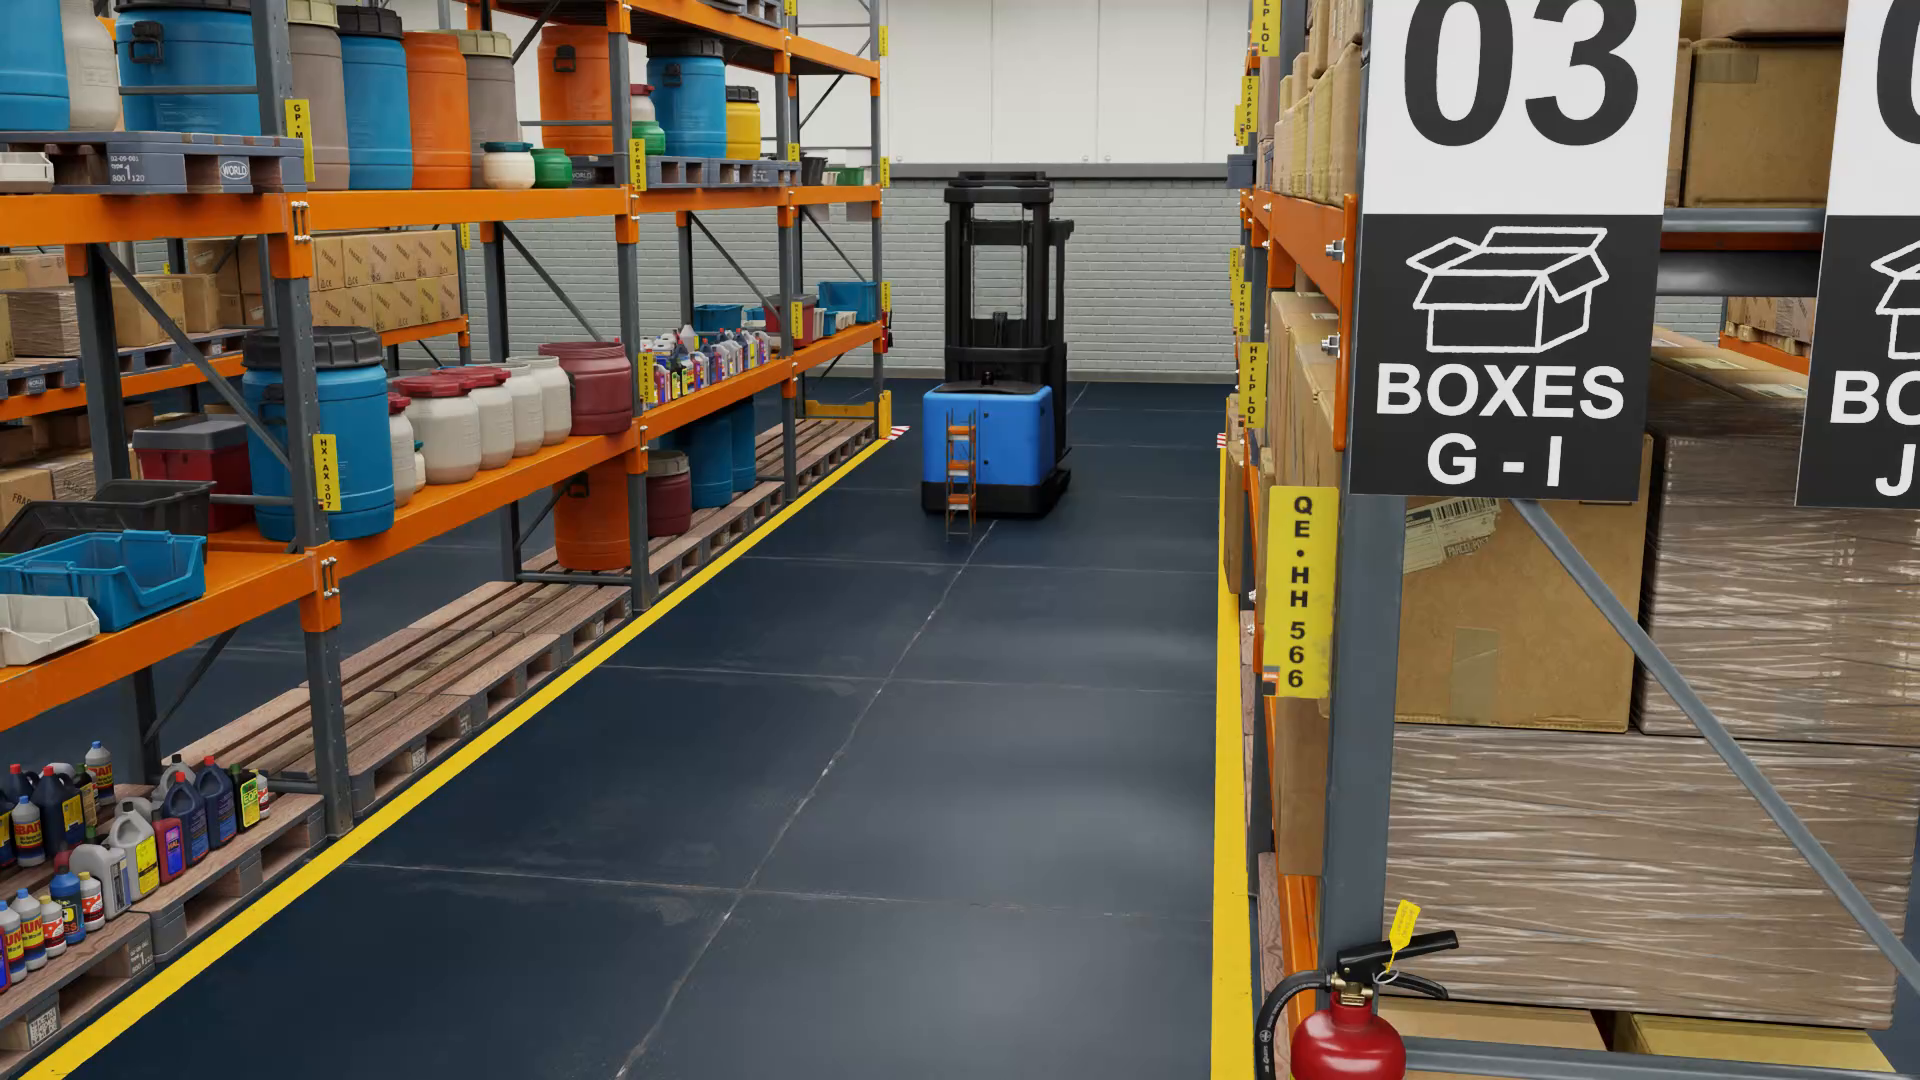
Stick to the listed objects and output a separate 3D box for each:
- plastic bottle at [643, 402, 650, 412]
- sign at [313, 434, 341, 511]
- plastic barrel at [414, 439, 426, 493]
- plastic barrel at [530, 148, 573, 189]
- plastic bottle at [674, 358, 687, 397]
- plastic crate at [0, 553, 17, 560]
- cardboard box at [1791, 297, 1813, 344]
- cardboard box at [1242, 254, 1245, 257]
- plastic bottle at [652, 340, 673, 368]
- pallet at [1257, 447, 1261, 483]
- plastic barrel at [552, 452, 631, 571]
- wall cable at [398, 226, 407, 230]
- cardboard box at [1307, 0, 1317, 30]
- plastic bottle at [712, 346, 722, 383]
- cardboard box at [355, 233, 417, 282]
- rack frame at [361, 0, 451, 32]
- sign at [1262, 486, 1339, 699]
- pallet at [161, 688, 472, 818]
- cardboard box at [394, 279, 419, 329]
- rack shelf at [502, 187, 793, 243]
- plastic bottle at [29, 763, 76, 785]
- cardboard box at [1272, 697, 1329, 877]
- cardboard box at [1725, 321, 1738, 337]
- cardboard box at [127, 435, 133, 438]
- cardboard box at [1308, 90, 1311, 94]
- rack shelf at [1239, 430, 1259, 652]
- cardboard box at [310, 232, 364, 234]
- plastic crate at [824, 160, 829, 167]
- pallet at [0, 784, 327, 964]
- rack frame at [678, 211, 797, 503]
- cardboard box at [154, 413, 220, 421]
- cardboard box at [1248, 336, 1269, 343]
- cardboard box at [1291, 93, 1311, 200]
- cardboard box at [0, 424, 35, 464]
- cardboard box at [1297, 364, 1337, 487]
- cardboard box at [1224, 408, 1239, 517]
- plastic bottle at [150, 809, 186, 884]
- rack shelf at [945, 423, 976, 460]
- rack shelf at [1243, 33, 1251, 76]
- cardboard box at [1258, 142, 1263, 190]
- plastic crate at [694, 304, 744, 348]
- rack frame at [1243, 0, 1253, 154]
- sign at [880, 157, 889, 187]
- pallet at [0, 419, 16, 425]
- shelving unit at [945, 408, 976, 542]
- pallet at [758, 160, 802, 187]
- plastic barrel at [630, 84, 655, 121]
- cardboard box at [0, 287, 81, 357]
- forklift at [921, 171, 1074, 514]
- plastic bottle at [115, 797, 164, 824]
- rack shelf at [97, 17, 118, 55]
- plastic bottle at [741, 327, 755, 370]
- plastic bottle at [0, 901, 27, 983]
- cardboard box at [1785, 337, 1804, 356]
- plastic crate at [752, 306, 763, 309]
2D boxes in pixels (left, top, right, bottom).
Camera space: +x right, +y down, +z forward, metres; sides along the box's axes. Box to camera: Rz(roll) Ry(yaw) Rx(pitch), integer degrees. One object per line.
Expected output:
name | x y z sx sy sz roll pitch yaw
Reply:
plastic bottle | -2.221 -1.022 11.409 0.152 0.276 0.135 2 12 9
sign | -2.681 -0.285 7.040 0.100 0.325 0.005 2 12 9
plastic barrel | -2.867 -0.373 8.432 0.301 0.262 0.301 0 12 0
plastic barrel | -2.595 -2.340 10.480 0.294 0.245 0.294 0 12 0
plastic bottle | -2.049 -1.196 12.200 0.061 0.283 0.133 2 12 9
plastic crate | -3.710 0.207 5.916 0.450 0.188 0.662 2 12 9
cardboard box | 7.741 -2.009 14.751 0.500 0.500 0.500 2 12 8
cardboard box | 2.789 -2.322 15.018 0.500 0.500 0.500 2 12 9
plastic bottle | -2.432 -1.493 13.596 0.152 0.276 0.135 2 12 9
pallet | 2.023 -0.335 8.384 1.003 0.211 1.213 2 12 9
plastic barrel | -2.549 -0.250 11.686 0.600 0.830 0.708 2 12 9
wall cable | -9.943 -5.570 25.348 3.097 2.526 0.112 2 12 9
cardboard box | 1.045 -1.413 3.679 0.500 0.500 0.500 2 12 9
plastic bottle | -1.914 -1.379 13.049 0.061 0.283 0.133 2 12 9
cardboard box | -6.220 -3.052 17.925 0.500 0.500 0.500 2 12 10
rack frame | -6.271 -5.762 18.870 1.000 3.000 0.127 2 12 9
sign | 0.511 0.080 2.502 0.100 0.325 0.005 2 12 9
pallet | -3.140 1.028 8.221 1.003 0.211 1.213 2 12 9
cardboard box | -6.229 -2.564 18.035 0.500 0.500 0.500 2 12 9
rack shelf | -2.300 -2.534 12.718 1.077 0.370 4.000 2 12 9
plastic bottle | -3.727 1.067 6.845 0.152 0.276 0.135 2 12 11
cardboard box | 1.126 0.407 3.540 0.875 0.500 0.500 2 12 9
cardboard box | 8.029 -2.146 16.928 0.380 0.149 0.250 2 12 8
cardboard box | -6.841 -0.671 14.375 0.500 0.500 0.500 2 12 9
cardboard box | 1.154 -1.267 4.543 0.380 0.149 0.250 2 12 8
rack shelf | 1.979 -0.074 8.425 1.077 0.370 4.000 2 12 9
cardboard box | -6.754 -3.070 18.009 0.500 0.500 0.500 2 12 9
plastic crate | -1.712 -3.999 18.121 0.497 0.269 0.590 2 12 9
pallet | -3.367 1.332 6.814 1.003 0.211 1.213 2 12 9
rack frame | -1.992 -1.835 14.890 1.000 3.000 0.127 2 12 9
cardboard box | -7.201 -0.897 15.425 0.500 0.500 0.500 1 12 6
cardboard box | 2.200 -1.105 11.266 0.500 0.500 0.500 2 12 8
cardboard box | 1.113 -0.994 4.221 0.500 0.250 0.500 2 12 8
cardboard box | -7.585 -0.738 12.906 0.500 0.250 0.500 2 12 11
cardboard box | 0.968 -0.087 3.459 0.500 0.500 0.500 2 12 9
cardboard box | 2.687 -0.522 12.840 1.225 0.875 0.875 1 12 7
plastic bottle | -3.050 1.161 6.388 0.061 0.283 0.133 3 12 12
rack shelf | 0.008 -0.791 13.377 0.215 0.259 0.240 2 12 9
rack shelf | 3.209 -4.477 15.563 1.077 0.370 4.000 2 12 9
cardboard box | 1.883 -2.039 9.070 0.500 0.250 0.500 2 12 10
plastic crate | -2.257 -1.965 15.388 0.392 0.384 0.575 2 12 9
rack frame | 3.517 -5.440 17.377 1.000 3.000 0.127 2 12 9
sign | -0.831 -4.069 18.382 0.100 0.325 0.005 2 12 9
pallet | -11.402 -1.204 18.578 1.003 0.211 1.213 2 12 9
shelving unit | 0.008 -0.524 13.434 0.215 1.050 0.252 2 12 9
pallet | -2.016 -3.043 13.822 1.213 0.211 1.003 2 12 9
plastic barrel | -2.484 -3.115 12.387 0.433 0.535 0.433 0 12 0
cardboard box | -7.186 -1.737 13.200 0.700 0.500 0.500 4 13 19
forklift | 0.452 -1.921 15.452 1.130 2.935 3.031 2 12 11
plastic bottle | -3.217 1.130 6.550 0.152 0.276 0.135 2 12 9
rack shelf | -7.194 -3.966 13.192 1.077 0.370 4.000 2 12 9
plastic bottle | -1.810 -1.609 13.958 0.144 0.351 0.185 2 12 9
plastic bottle | -3.198 1.343 5.575 0.097 0.271 0.097 0 12 0
cardboard box | 7.769 -1.765 15.160 0.380 0.149 0.250 2 12 10
plastic crate | -1.943 -2.301 17.304 0.416 0.233 0.300 2 12 9
